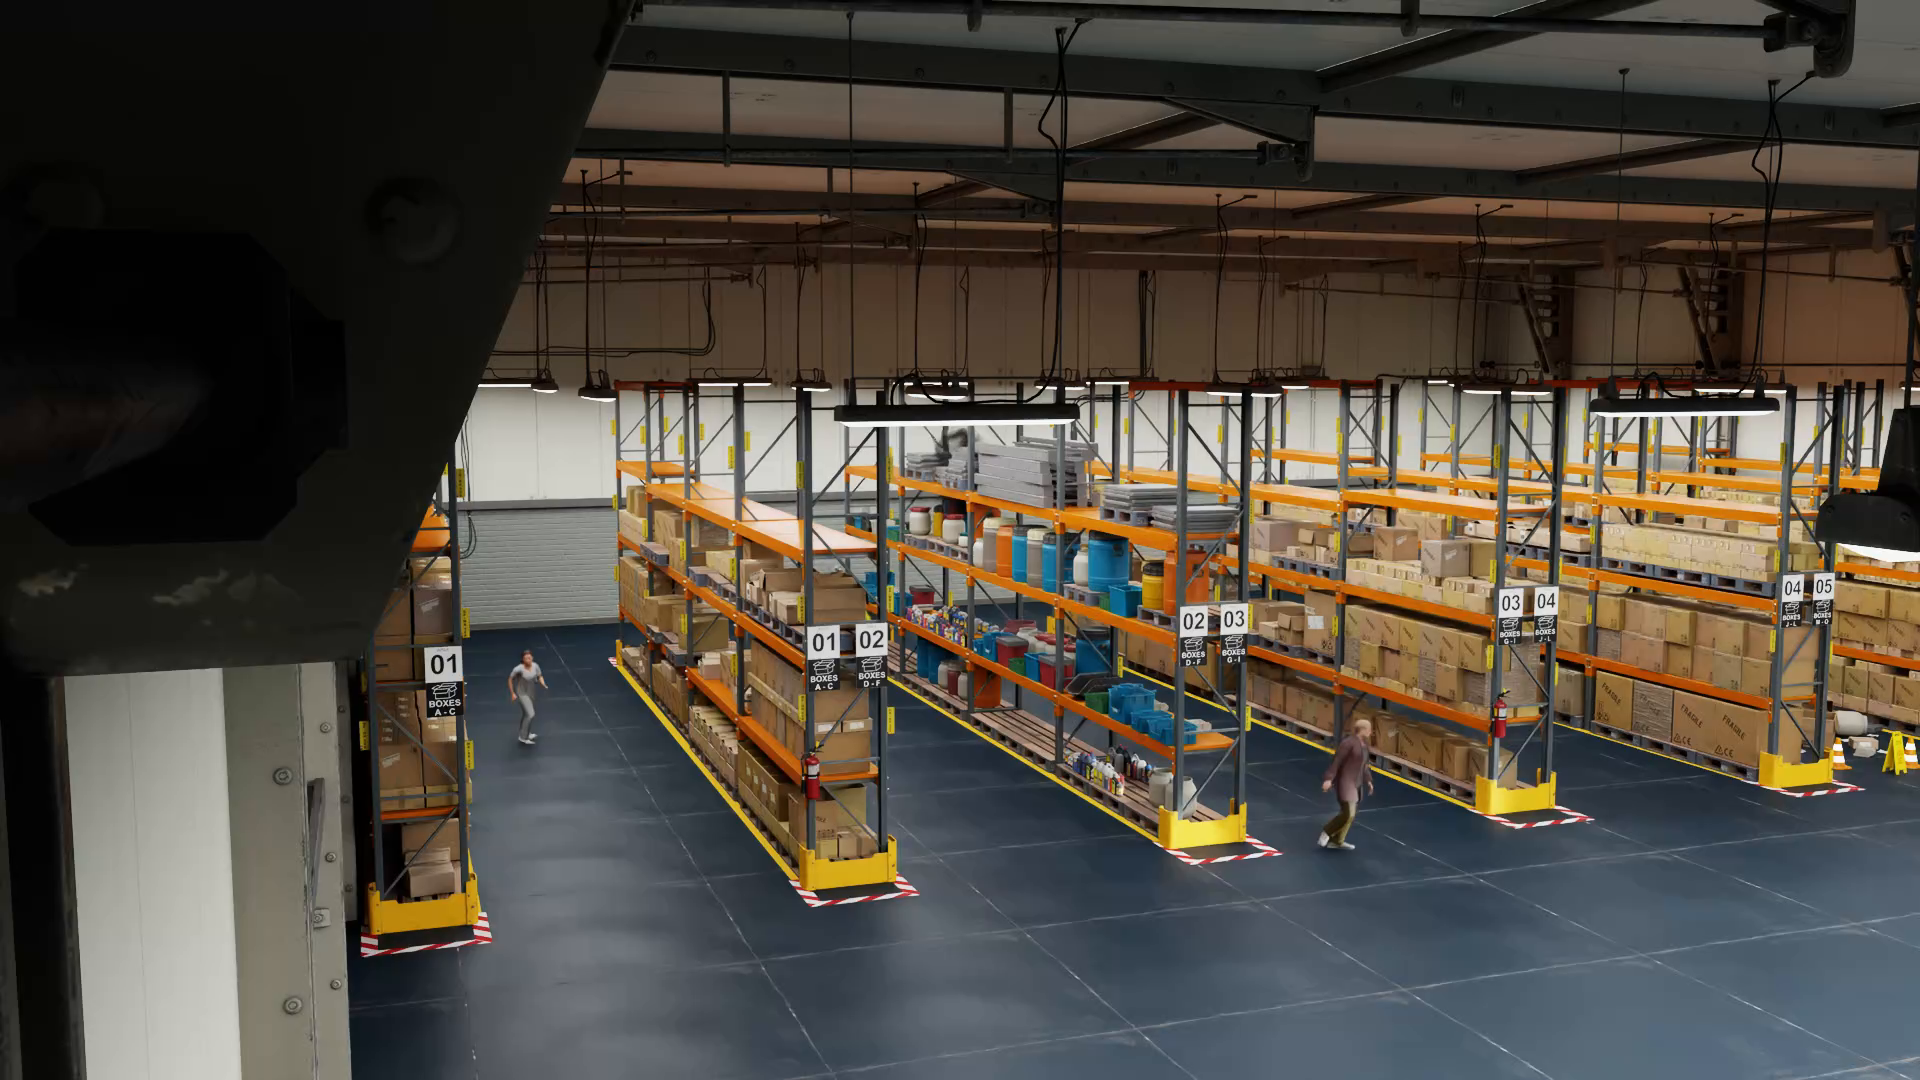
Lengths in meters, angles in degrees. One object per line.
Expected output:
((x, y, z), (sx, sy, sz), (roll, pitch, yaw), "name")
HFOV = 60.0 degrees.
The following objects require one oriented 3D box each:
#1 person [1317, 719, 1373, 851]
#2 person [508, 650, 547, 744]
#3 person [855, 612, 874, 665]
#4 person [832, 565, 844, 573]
((5.028, 3.183, 21.667), (0.560, 1.743, 0.744), (5, 8, 41), "person")
((-7.225, 2.622, 27.873), (0.793, 1.631, 0.582), (3, 7, 27), "person")
((-1.898, 2.142, 32.076), (0.728, 1.619, 0.915), (-5, 8, -38), "person")
((-2.880, 1.396, 38.680), (0.858, 1.674, 0.563), (-1, 6, -9), "person")
